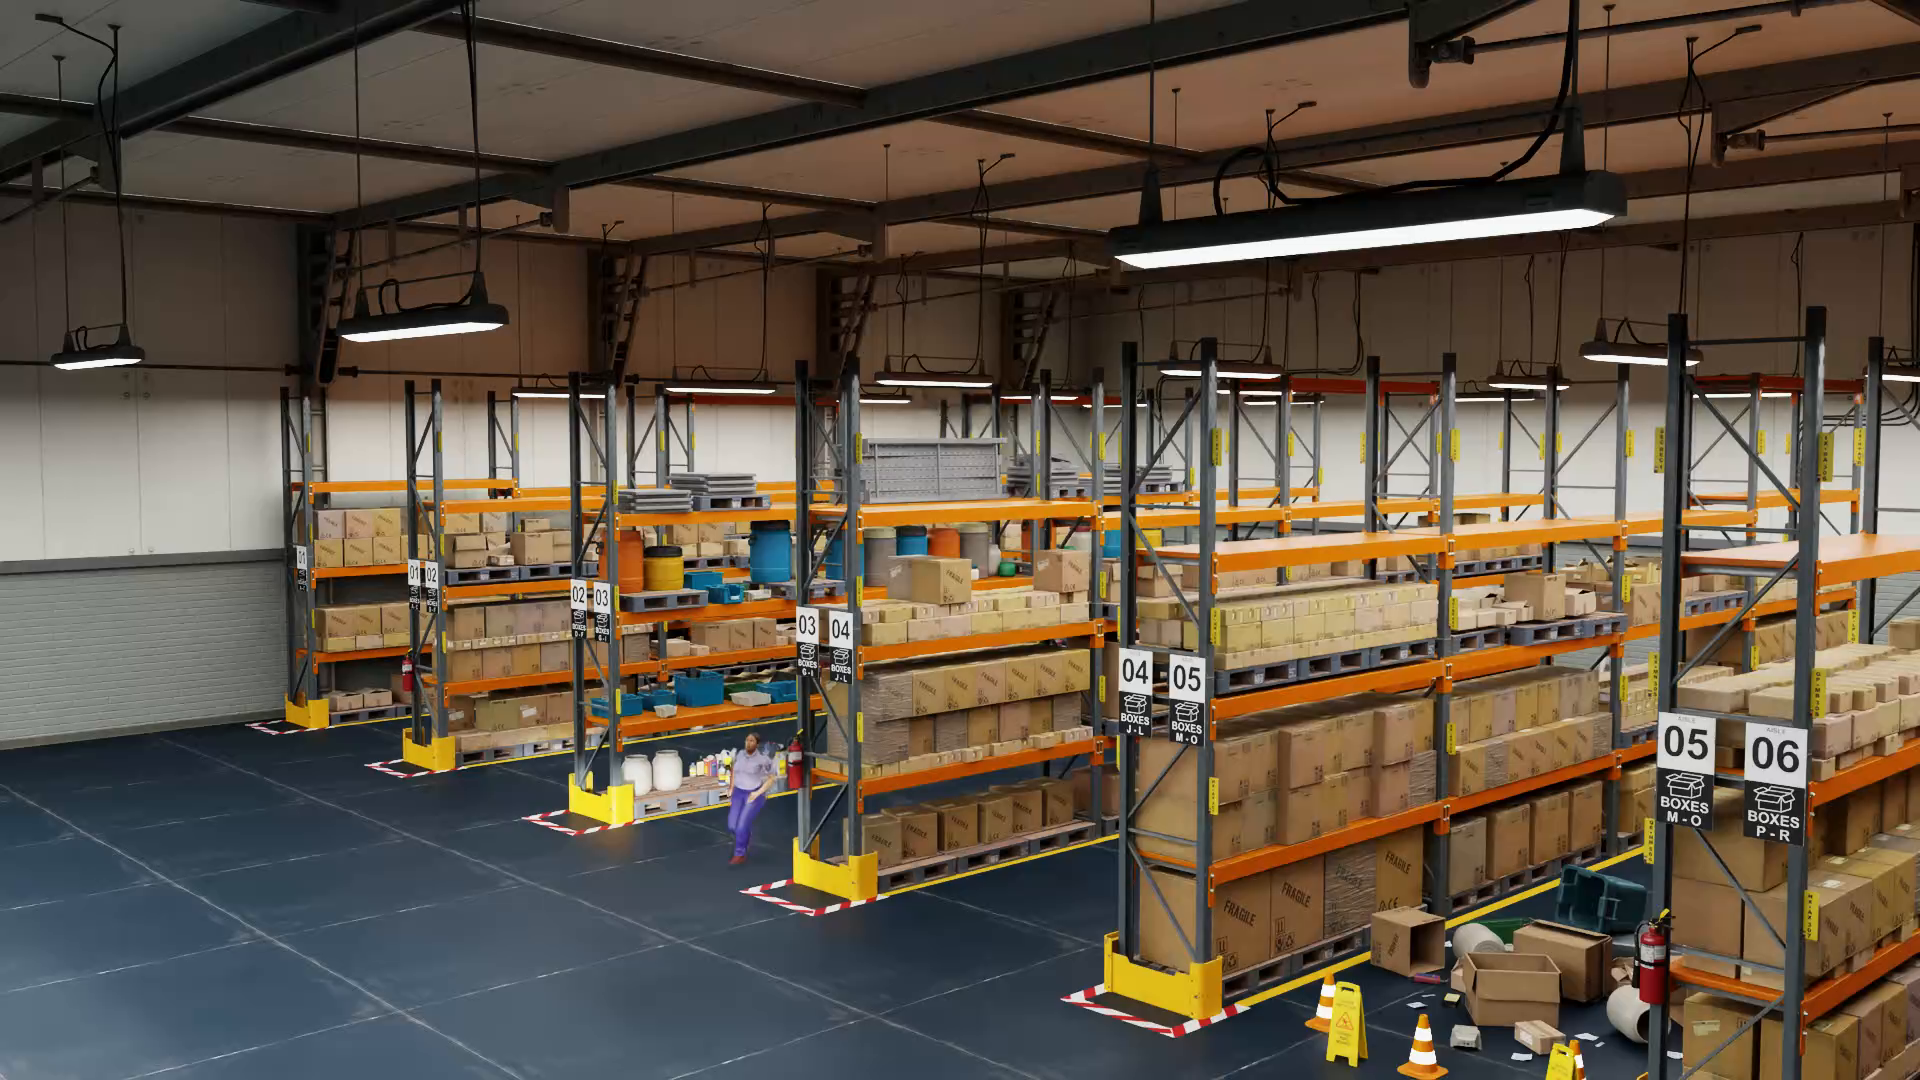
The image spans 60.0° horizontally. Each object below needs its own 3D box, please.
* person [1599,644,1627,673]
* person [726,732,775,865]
[{"bbox_3d":[11.367,2.565,28.893,0.571,1.549,0.489,0,4,-5],"label":"person"},{"bbox_3d":[-2.497,3.110,20.052,0.635,1.598,0.559,2,4,26],"label":"person"}]
